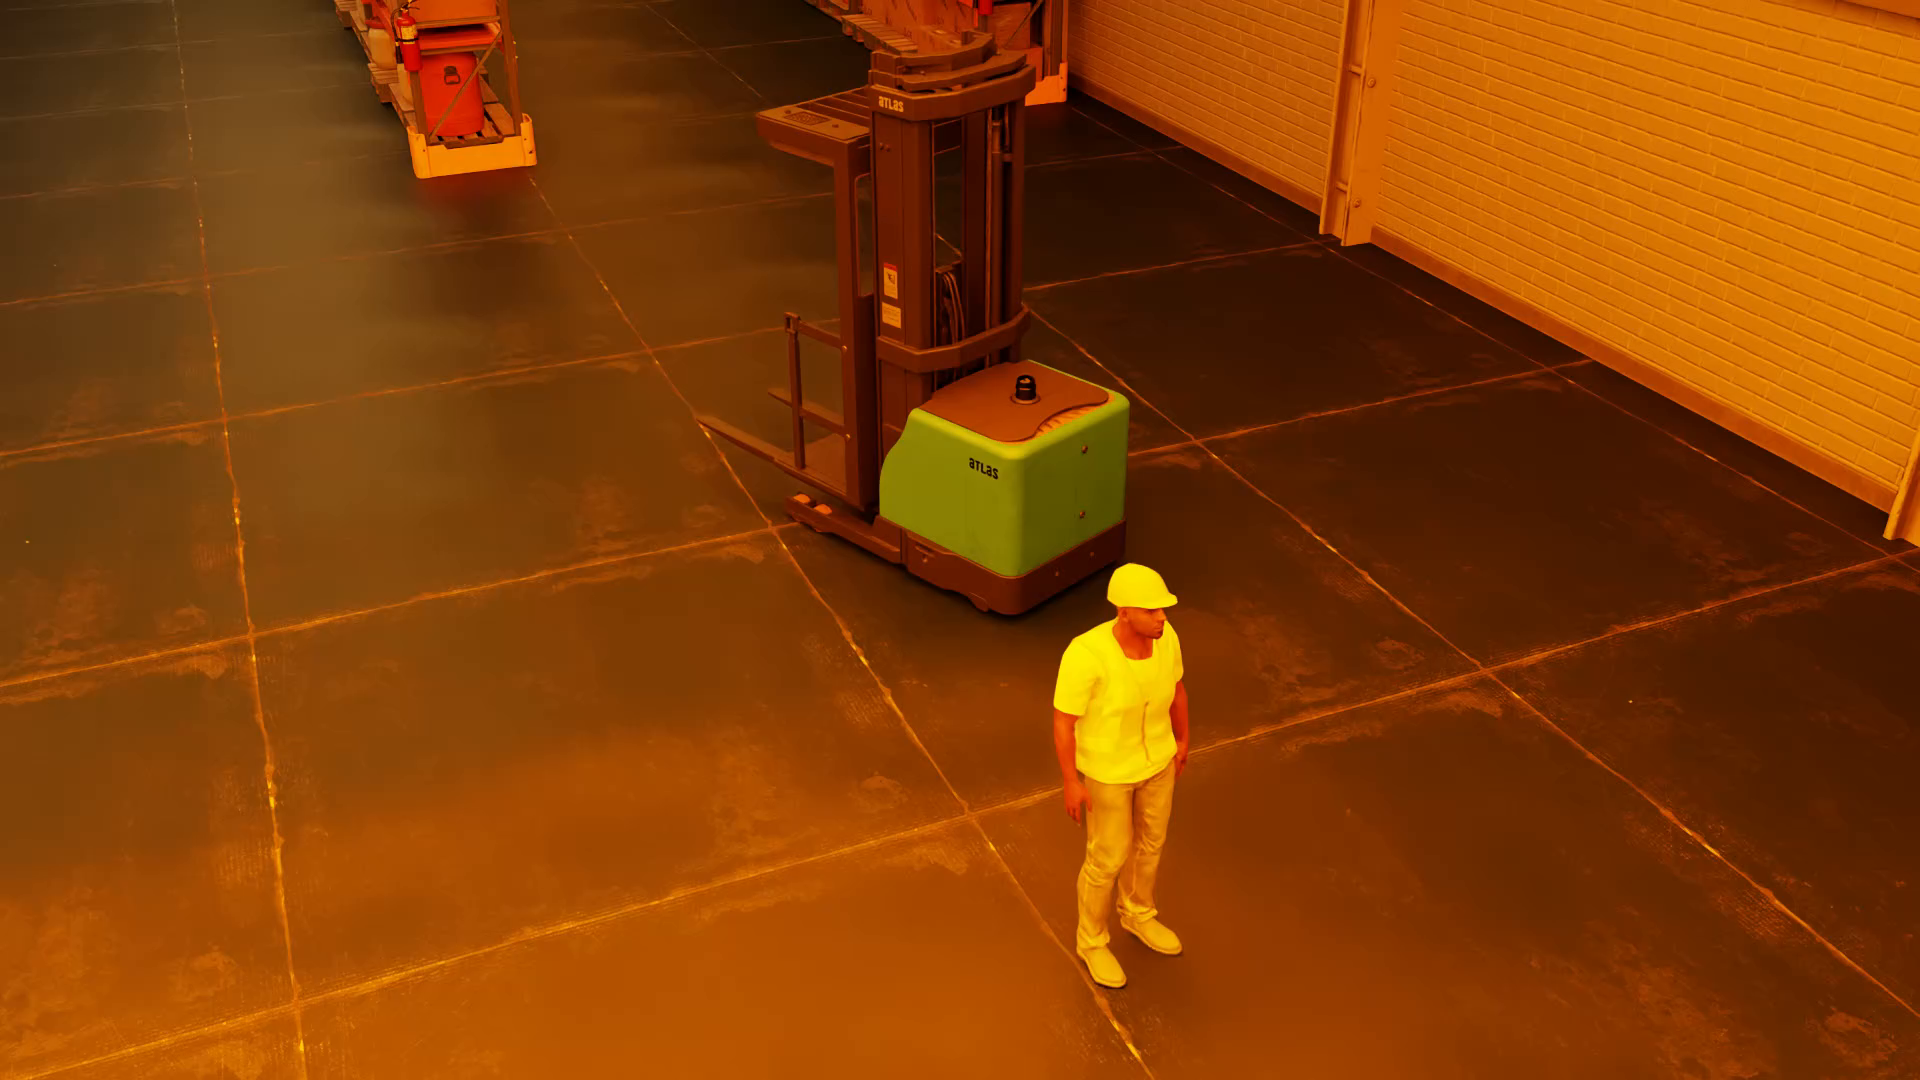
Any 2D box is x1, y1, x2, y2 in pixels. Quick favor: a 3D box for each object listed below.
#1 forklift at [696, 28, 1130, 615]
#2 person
[{"bbox_3d":[-0.436,-1.483,9.714,3.031,2.935,1.130,26,39,37],"label":"forklift"},{"bbox_3d":[0.700,0.924,6.682,0.662,1.776,0.517,-18,34,-29],"label":"person"}]
